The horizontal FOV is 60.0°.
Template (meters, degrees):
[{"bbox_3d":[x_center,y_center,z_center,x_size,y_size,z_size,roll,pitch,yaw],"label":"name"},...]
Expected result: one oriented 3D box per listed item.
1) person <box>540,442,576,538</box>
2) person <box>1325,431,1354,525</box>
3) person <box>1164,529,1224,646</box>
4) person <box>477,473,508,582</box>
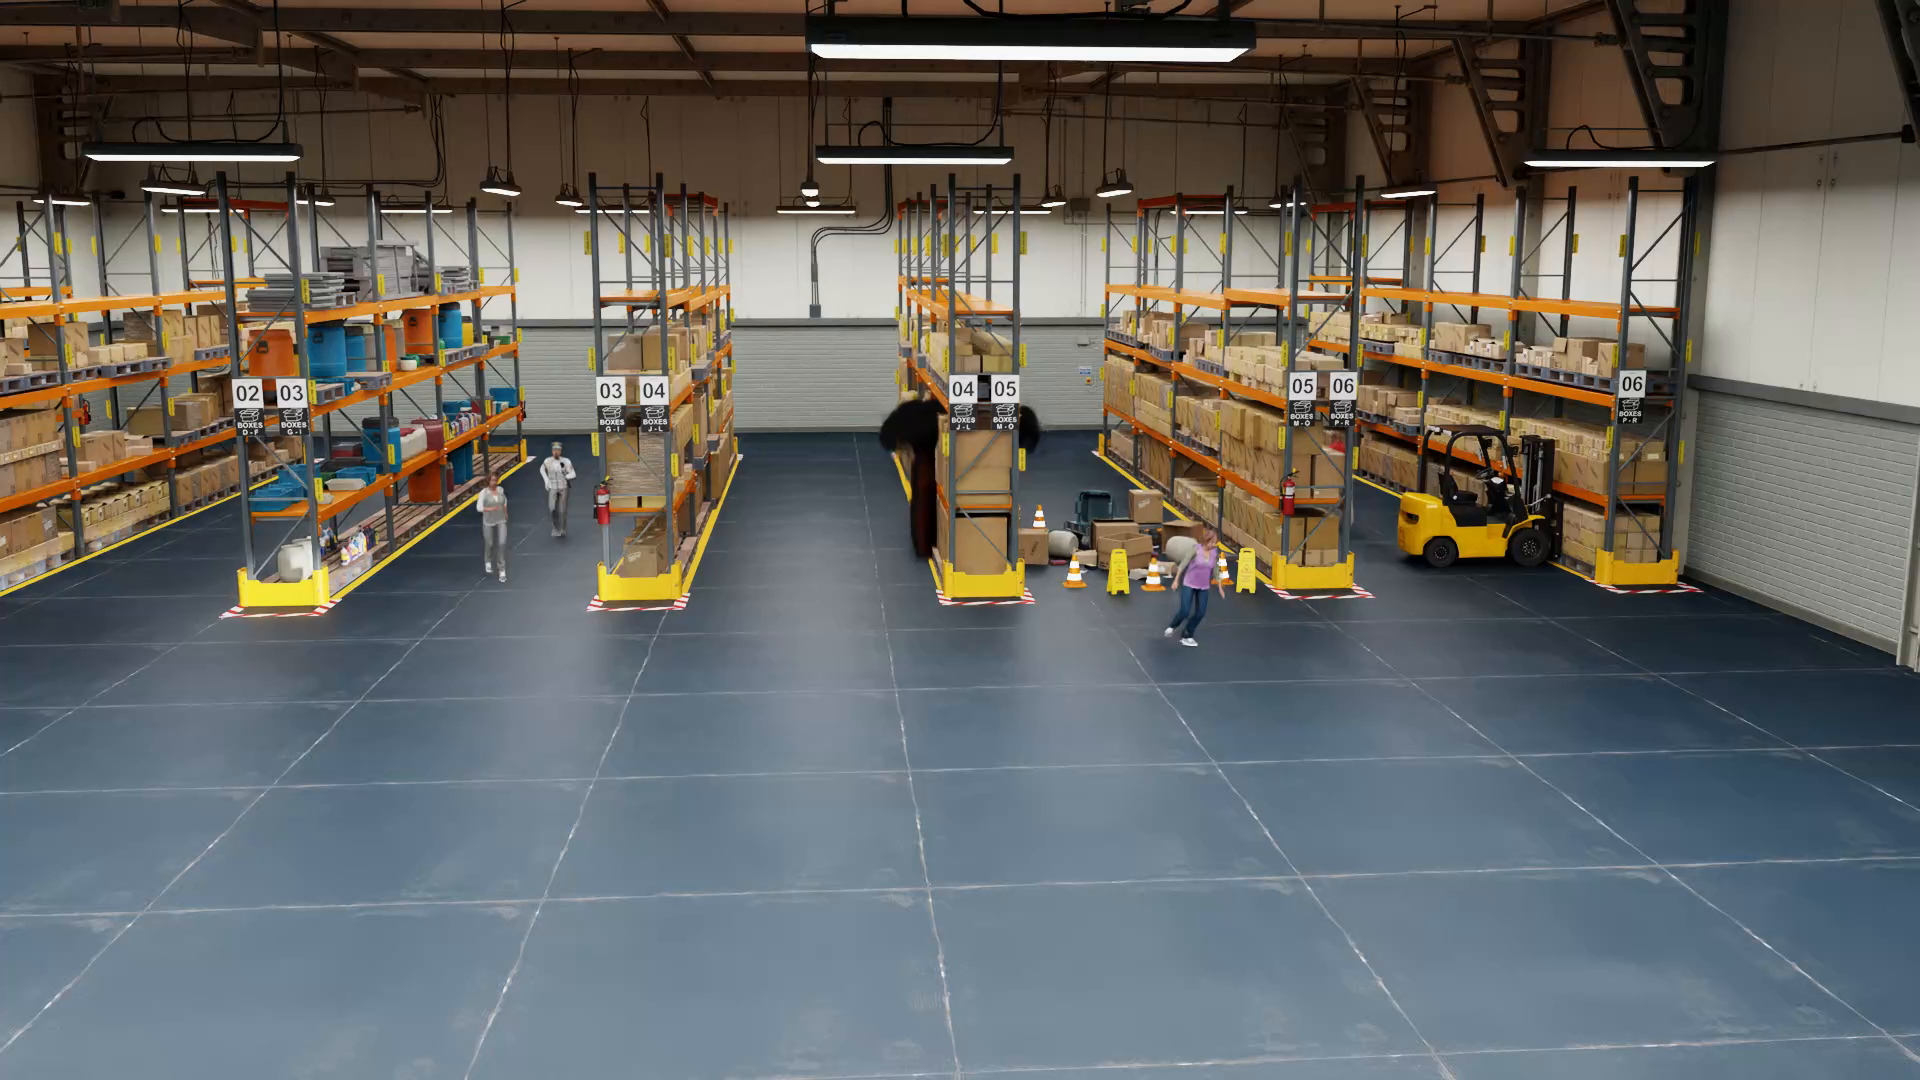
[{"bbox_3d":[-6.975,-0.871,28.813,0.630,1.677,0.639,-1,10,-4],"label":"person"},{"bbox_3d":[6.840,-1.090,30.035,0.665,1.707,1.002,-2,10,-10],"label":"person"},{"bbox_3d":[2.959,0.600,20.941,0.661,1.505,0.606,-3,10,-17],"label":"person"},{"bbox_3d":[-7.099,-0.228,25.281,0.499,1.625,0.825,-5,11,-26],"label":"person"}]
